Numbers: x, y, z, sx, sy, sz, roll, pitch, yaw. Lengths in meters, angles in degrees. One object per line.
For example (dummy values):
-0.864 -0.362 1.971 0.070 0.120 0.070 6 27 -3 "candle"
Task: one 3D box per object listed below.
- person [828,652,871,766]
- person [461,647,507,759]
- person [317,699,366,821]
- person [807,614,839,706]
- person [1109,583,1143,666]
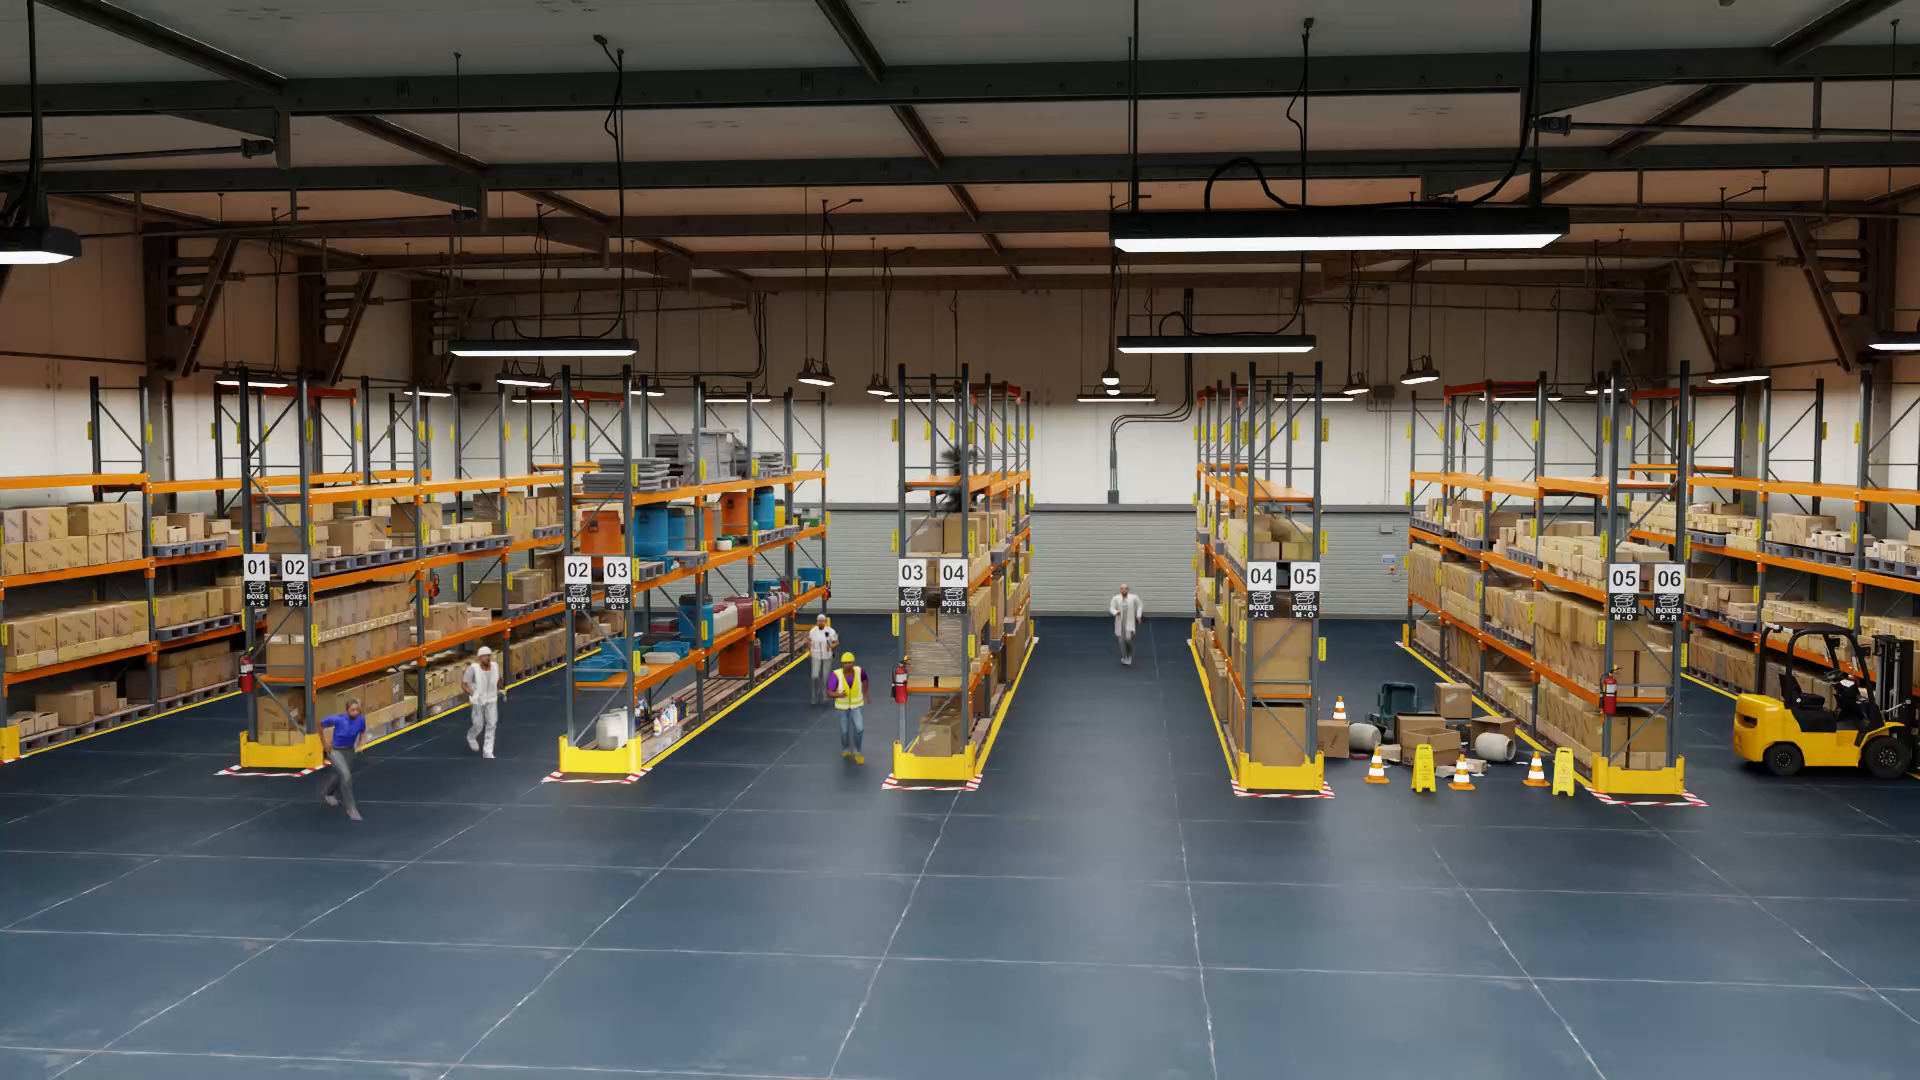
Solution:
-1.673 2.528 25.126 0.656 1.711 0.958 0 4 -6 "person"
-7.402 2.491 25.700 0.682 1.736 0.821 -3 4 -35 "person"
-8.131 2.895 21.778 0.956 1.517 0.617 4 5 44 "person"
-2.536 2.214 30.714 0.611 1.702 0.715 0 4 2 "person"
3.563 1.823 35.836 0.677 1.780 0.847 1 4 14 "person"
